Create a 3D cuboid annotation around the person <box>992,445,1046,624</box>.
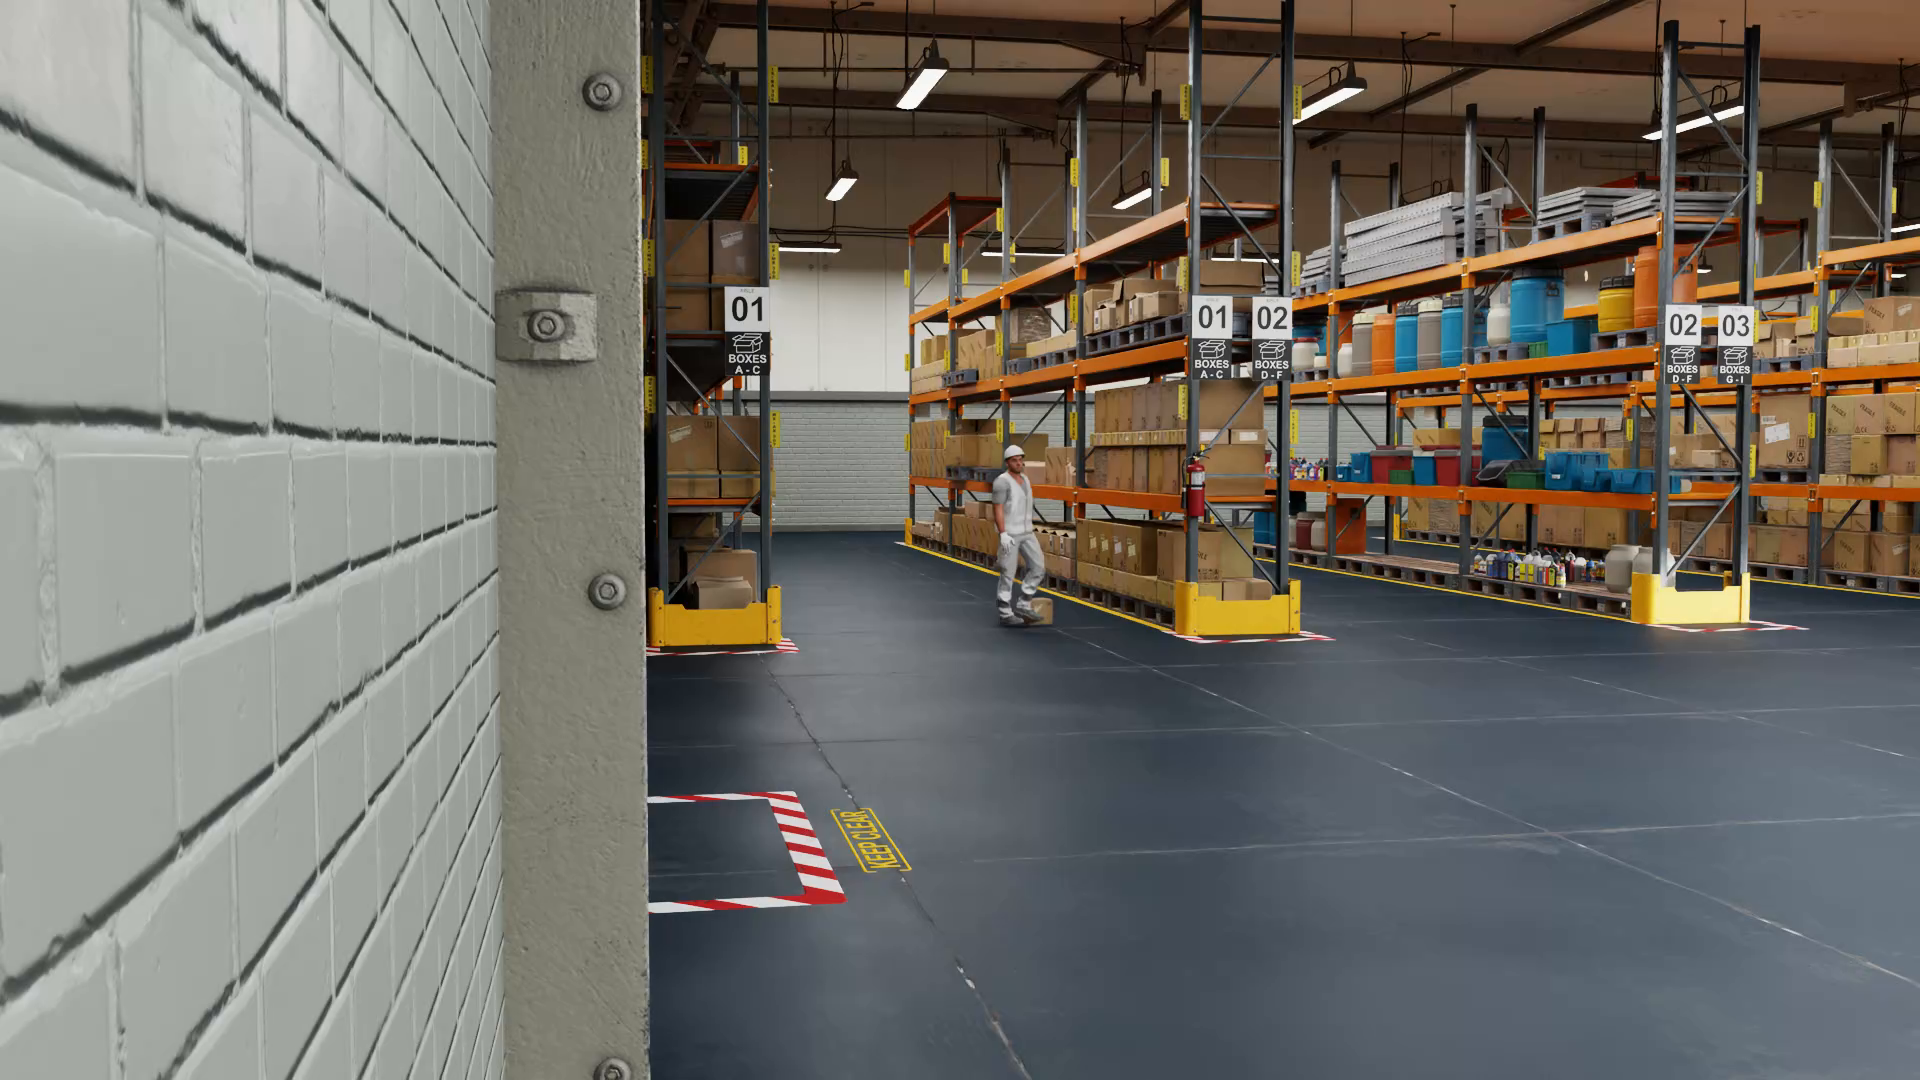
[{"bbox_3d":[0.552,-0.047,16.373,0.614,1.776,0.480,-3,4,-45],"label":"person"}]
